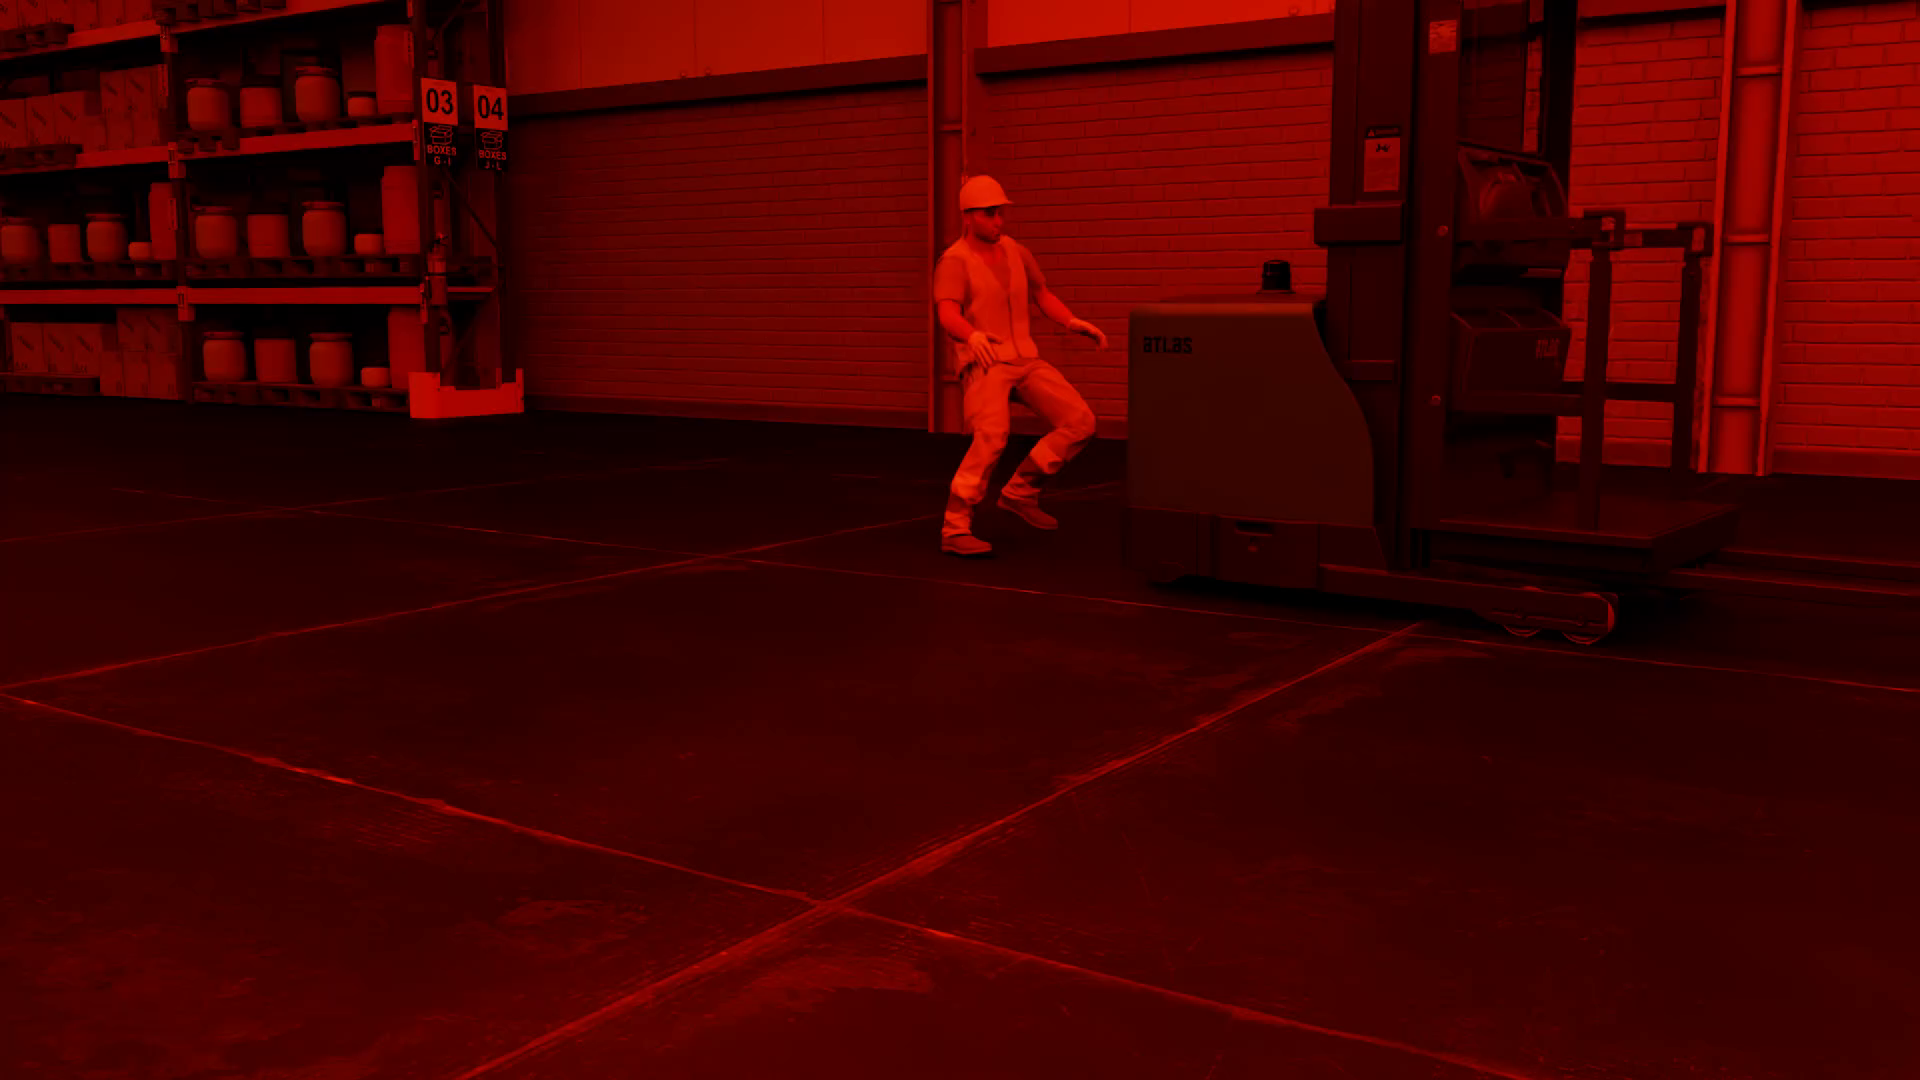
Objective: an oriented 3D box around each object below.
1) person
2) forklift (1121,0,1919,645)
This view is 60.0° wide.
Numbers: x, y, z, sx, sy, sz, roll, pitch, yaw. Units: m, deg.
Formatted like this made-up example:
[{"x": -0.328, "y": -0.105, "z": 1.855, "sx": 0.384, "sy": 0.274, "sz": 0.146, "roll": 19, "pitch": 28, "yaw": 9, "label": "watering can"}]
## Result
[{"x": 0.242, "y": -0.779, "z": 7.327, "sx": 0.863, "sy": 1.627, "sz": 0.690, "roll": -7, "pitch": 10, "yaw": -39, "label": "person"}, {"x": 2.087, "y": -1.203, "z": 5.655, "sx": 3.031, "sy": 2.935, "sz": 1.130, "roll": 6, "pitch": 10, "yaw": 38, "label": "forklift"}]
